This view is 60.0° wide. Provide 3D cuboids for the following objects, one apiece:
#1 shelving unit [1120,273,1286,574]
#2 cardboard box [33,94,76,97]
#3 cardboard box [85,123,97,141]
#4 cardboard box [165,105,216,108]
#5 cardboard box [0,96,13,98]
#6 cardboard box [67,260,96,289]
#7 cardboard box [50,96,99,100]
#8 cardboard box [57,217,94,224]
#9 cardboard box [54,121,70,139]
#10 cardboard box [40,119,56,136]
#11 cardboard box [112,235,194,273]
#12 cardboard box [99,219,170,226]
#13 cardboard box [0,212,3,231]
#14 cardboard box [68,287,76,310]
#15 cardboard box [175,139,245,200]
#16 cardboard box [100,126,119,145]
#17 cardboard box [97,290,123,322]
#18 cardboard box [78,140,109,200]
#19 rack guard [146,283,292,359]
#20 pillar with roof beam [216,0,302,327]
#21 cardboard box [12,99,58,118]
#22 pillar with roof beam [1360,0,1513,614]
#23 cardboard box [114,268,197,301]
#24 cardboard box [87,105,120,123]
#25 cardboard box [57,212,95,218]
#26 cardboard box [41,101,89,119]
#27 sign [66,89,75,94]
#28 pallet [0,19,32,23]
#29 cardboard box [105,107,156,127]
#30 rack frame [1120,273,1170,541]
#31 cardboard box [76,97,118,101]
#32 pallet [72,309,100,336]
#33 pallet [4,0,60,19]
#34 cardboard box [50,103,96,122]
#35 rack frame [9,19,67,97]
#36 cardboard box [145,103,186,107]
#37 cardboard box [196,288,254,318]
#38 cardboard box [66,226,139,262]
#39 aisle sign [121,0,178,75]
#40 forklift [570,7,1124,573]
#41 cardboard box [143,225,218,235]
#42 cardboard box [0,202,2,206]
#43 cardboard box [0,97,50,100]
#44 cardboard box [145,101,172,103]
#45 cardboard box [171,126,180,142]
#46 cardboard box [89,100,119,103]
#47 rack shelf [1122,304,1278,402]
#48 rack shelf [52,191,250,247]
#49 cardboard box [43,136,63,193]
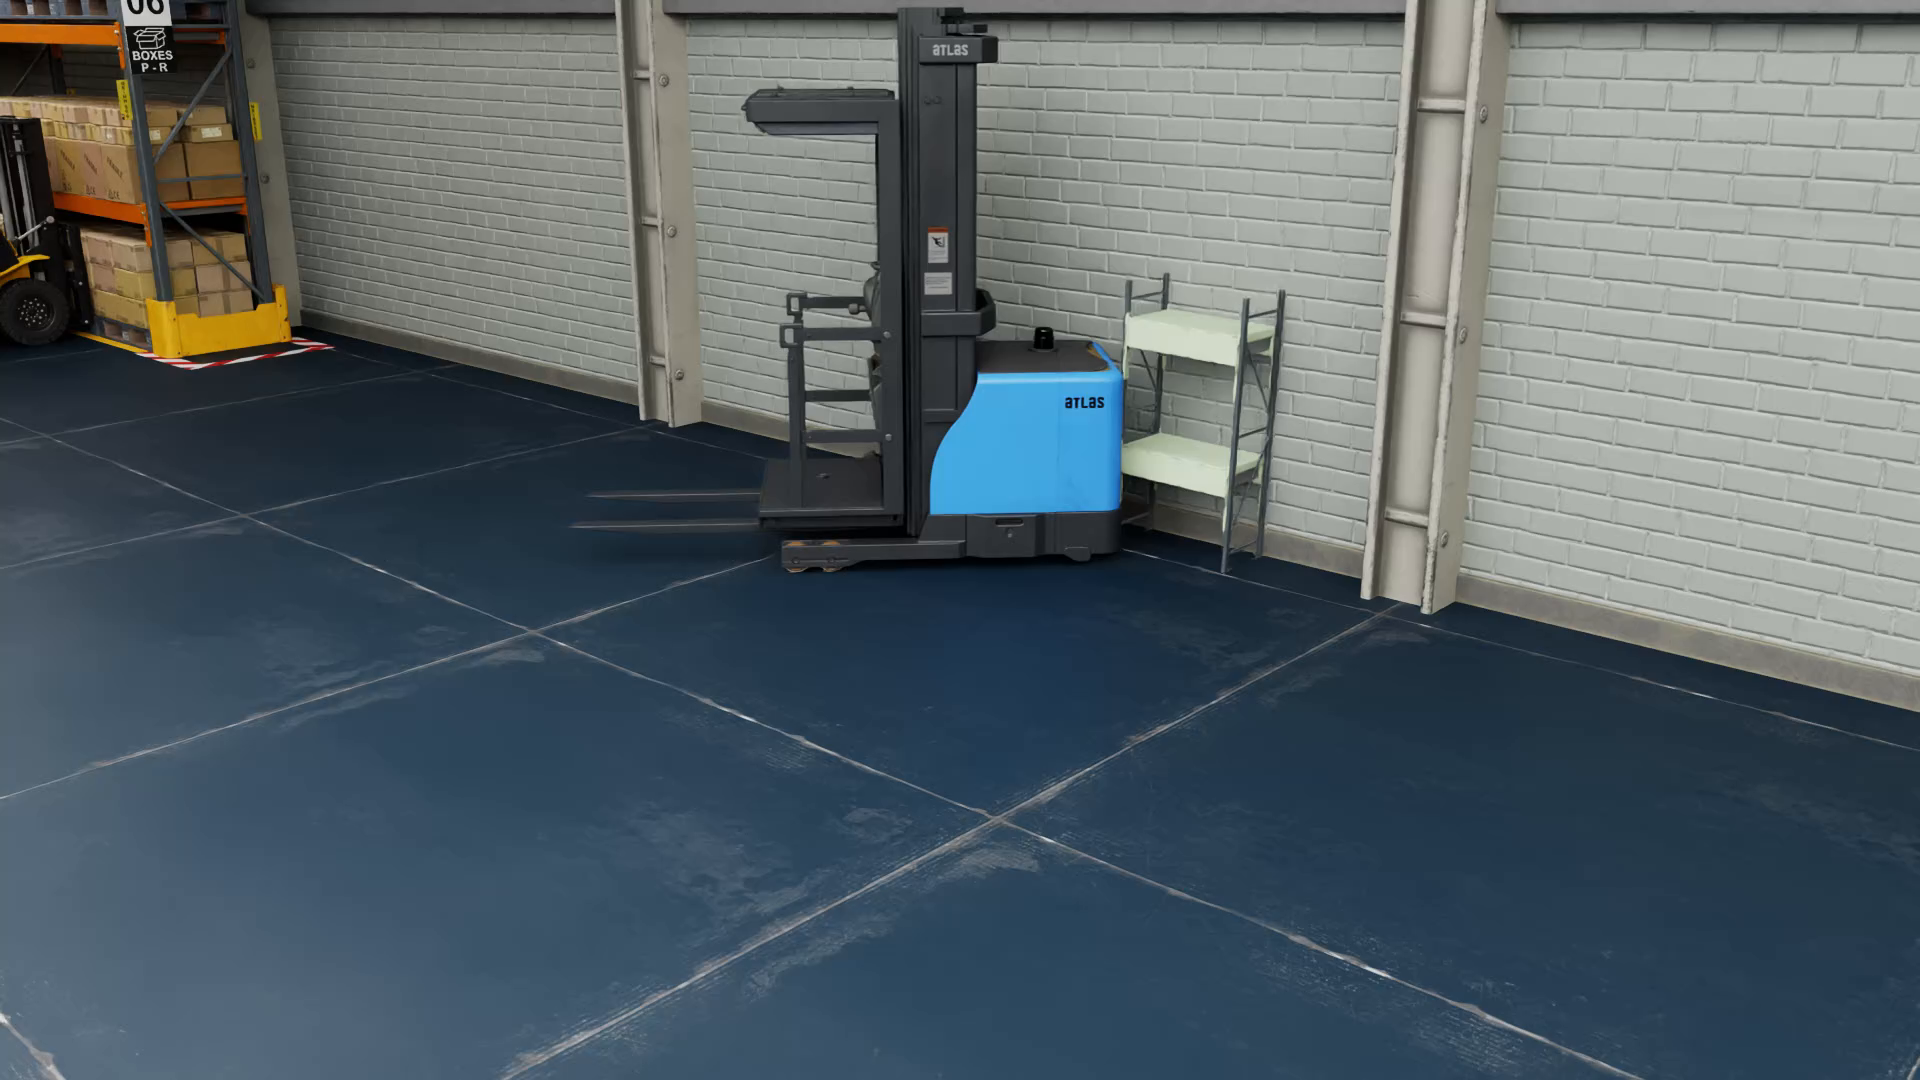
[{"bbox_3d":[1.295,-0.655,9.157,0.755,1.500,0.431,16,23,37],"label":"shelving unit"},{"bbox_3d":[-9.271,-4.497,17.094,0.250,0.149,0.380,15,23,39],"label":"cardboard box"},{"bbox_3d":[-7.706,-3.717,15.128,0.250,0.149,0.380,15,23,39],"label":"cardboard box"},{"bbox_3d":[-6.985,-3.873,15.128,0.250,0.149,0.380,16,24,41],"label":"cardboard box"},{"bbox_3d":[-9.669,-4.362,16.668,0.250,0.149,0.380,16,23,40],"label":"cardboard box"},{"bbox_3d":[-8.058,-2.548,15.707,0.500,0.250,0.500,14,23,38],"label":"cardboard box"},{"bbox_3d":[-8.904,-4.387,16.748,0.250,0.149,0.380,15,23,39],"label":"cardboard box"},{"bbox_3d":[-8.801,-2.990,16.273,0.500,0.250,0.500,16,24,41],"label":"cardboard box"},{"bbox_3d":[-8.140,-3.806,15.409,0.250,0.149,0.380,15,23,40],"label":"cardboard box"},{"bbox_3d":[-8.503,-3.913,15.744,0.250,0.149,0.380,14,23,38],"label":"cardboard box"},{"bbox_3d":[-7.270,-2.579,14.979,0.500,0.250,0.500,16,24,41],"label":"cardboard box"},{"bbox_3d":[-8.074,-3.004,16.315,0.500,0.250,0.500,14,23,38],"label":"cardboard box"},{"bbox_3d":[-9.557,-3.192,16.911,0.500,0.250,0.500,15,23,38],"label":"cardboard box"},{"bbox_3d":[-8.417,-2.407,16.090,0.500,0.250,0.500,16,24,41],"label":"cardboard box"},{"bbox_3d":[-6.905,-3.401,15.205,0.500,0.500,0.500,16,24,41],"label":"cardboard box"},{"bbox_3d":[-7.375,-3.599,14.755,0.250,0.149,0.380,16,23,40],"label":"cardboard box"},{"bbox_3d":[-7.645,-2.206,15.454,0.500,0.250,0.500,15,23,39],"label":"cardboard box"},{"bbox_3d":[-7.643,-3.385,15.153,0.500,0.500,0.500,16,24,41],"label":"cardboard box"},{"bbox_3d":[-6.701,-1.995,15.072,0.348,0.500,1.175,15,23,39],"label":"rack guard"},{"bbox_3d":[-9.499,-5.420,11.815,0.400,9.000,9.100,15,23,39],"label":"pillar with roof beam"},{"bbox_3d":[-8.880,-4.160,16.031,0.250,0.149,0.380,15,23,38],"label":"cardboard box"},{"bbox_3d":[-0.523,-3.011,4.223,0.400,9.000,9.100,15,23,39],"label":"pillar with roof beam"},{"bbox_3d":[-7.290,-2.346,15.070,0.500,0.250,0.500,15,23,39],"label":"cardboard box"},{"bbox_3d":[-7.682,-3.870,15.117,0.250,0.149,0.380,15,23,40],"label":"cardboard box"},{"bbox_3d":[-8.825,-3.207,16.957,0.500,0.250,0.500,15,23,38],"label":"cardboard box"},{"bbox_3d":[-8.455,-4.075,15.764,0.250,0.149,0.380,15,23,39],"label":"cardboard box"},{"bbox_3d":[-9.343,-4.571,17.493,0.005,0.325,0.100,15,23,39],"label":"sign"},{"bbox_3d":[-10.379,-5.507,17.363,1.217,0.209,0.805,14,22,37],"label":"pallet"},{"bbox_3d":[-7.332,-3.757,14.761,0.250,0.149,0.380,15,23,39],"label":"cardboard box"},{"bbox_3d":[1.016,-0.737,9.379,0.023,1.500,0.400,16,23,37],"label":"rack frame"},{"bbox_3d":[-8.495,-4.295,16.456,0.250,0.149,0.380,15,23,38],"label":"cardboard box"},{"bbox_3d":[-8.227,-2.251,16.356,1.213,0.211,1.003,15,23,39],"label":"pallet"},{"bbox_3d":[-8.147,-4.972,15.506,1.213,0.211,1.003,15,23,39],"label":"pallet"},{"bbox_3d":[-8.148,-3.948,15.363,0.250,0.149,0.380,16,23,40],"label":"cardboard box"},{"bbox_3d":[-9.710,-3.994,17.239,0.127,3.000,1.000,15,23,39],"label":"rack frame"},{"bbox_3d":[-7.384,-3.969,15.429,0.250,0.149,0.380,15,23,40],"label":"cardboard box"},{"bbox_3d":[-6.956,-2.224,15.511,0.500,0.250,0.500,15,23,39],"label":"cardboard box"},{"bbox_3d":[-8.040,-2.780,15.610,0.500,0.250,0.500,15,23,40],"label":"cardboard box"},{"bbox_3d":[-6.865,-4.351,14.064,0.004,0.787,0.394,15,23,39],"label":"aisle sign"},{"bbox_3d":[-0.646,-1.384,9.129,3.031,2.935,1.130,-1,18,-4],"label":"forklift"},{"bbox_3d":[-7.329,-2.796,15.662,0.500,0.250,0.500,15,23,39],"label":"cardboard box"},{"bbox_3d":[-11.247,-3.473,18.828,0.625,0.625,0.875,14,22,37],"label":"cardboard box"},{"bbox_3d":[-9.217,-4.281,16.412,0.250,0.149,0.380,14,23,38],"label":"cardboard box"},{"bbox_3d":[-7.728,-4.091,15.814,0.250,0.149,0.380,14,23,38],"label":"cardboard box"},{"bbox_3d":[-7.027,-3.710,15.106,0.250,0.149,0.380,15,23,39],"label":"cardboard box"},{"bbox_3d":[-8.166,-4.175,16.079,0.250,0.149,0.380,16,24,41],"label":"cardboard box"},{"bbox_3d":[1.305,-1.026,9.035,0.720,0.370,0.431,16,23,37],"label":"rack shelf"},{"bbox_3d":[-8.215,-3.250,16.083,4.000,0.370,1.077,15,23,39],"label":"rack shelf"},{"bbox_3d":[-8.410,-3.586,15.787,0.500,0.500,0.500,15,23,40],"label":"cardboard box"}]
